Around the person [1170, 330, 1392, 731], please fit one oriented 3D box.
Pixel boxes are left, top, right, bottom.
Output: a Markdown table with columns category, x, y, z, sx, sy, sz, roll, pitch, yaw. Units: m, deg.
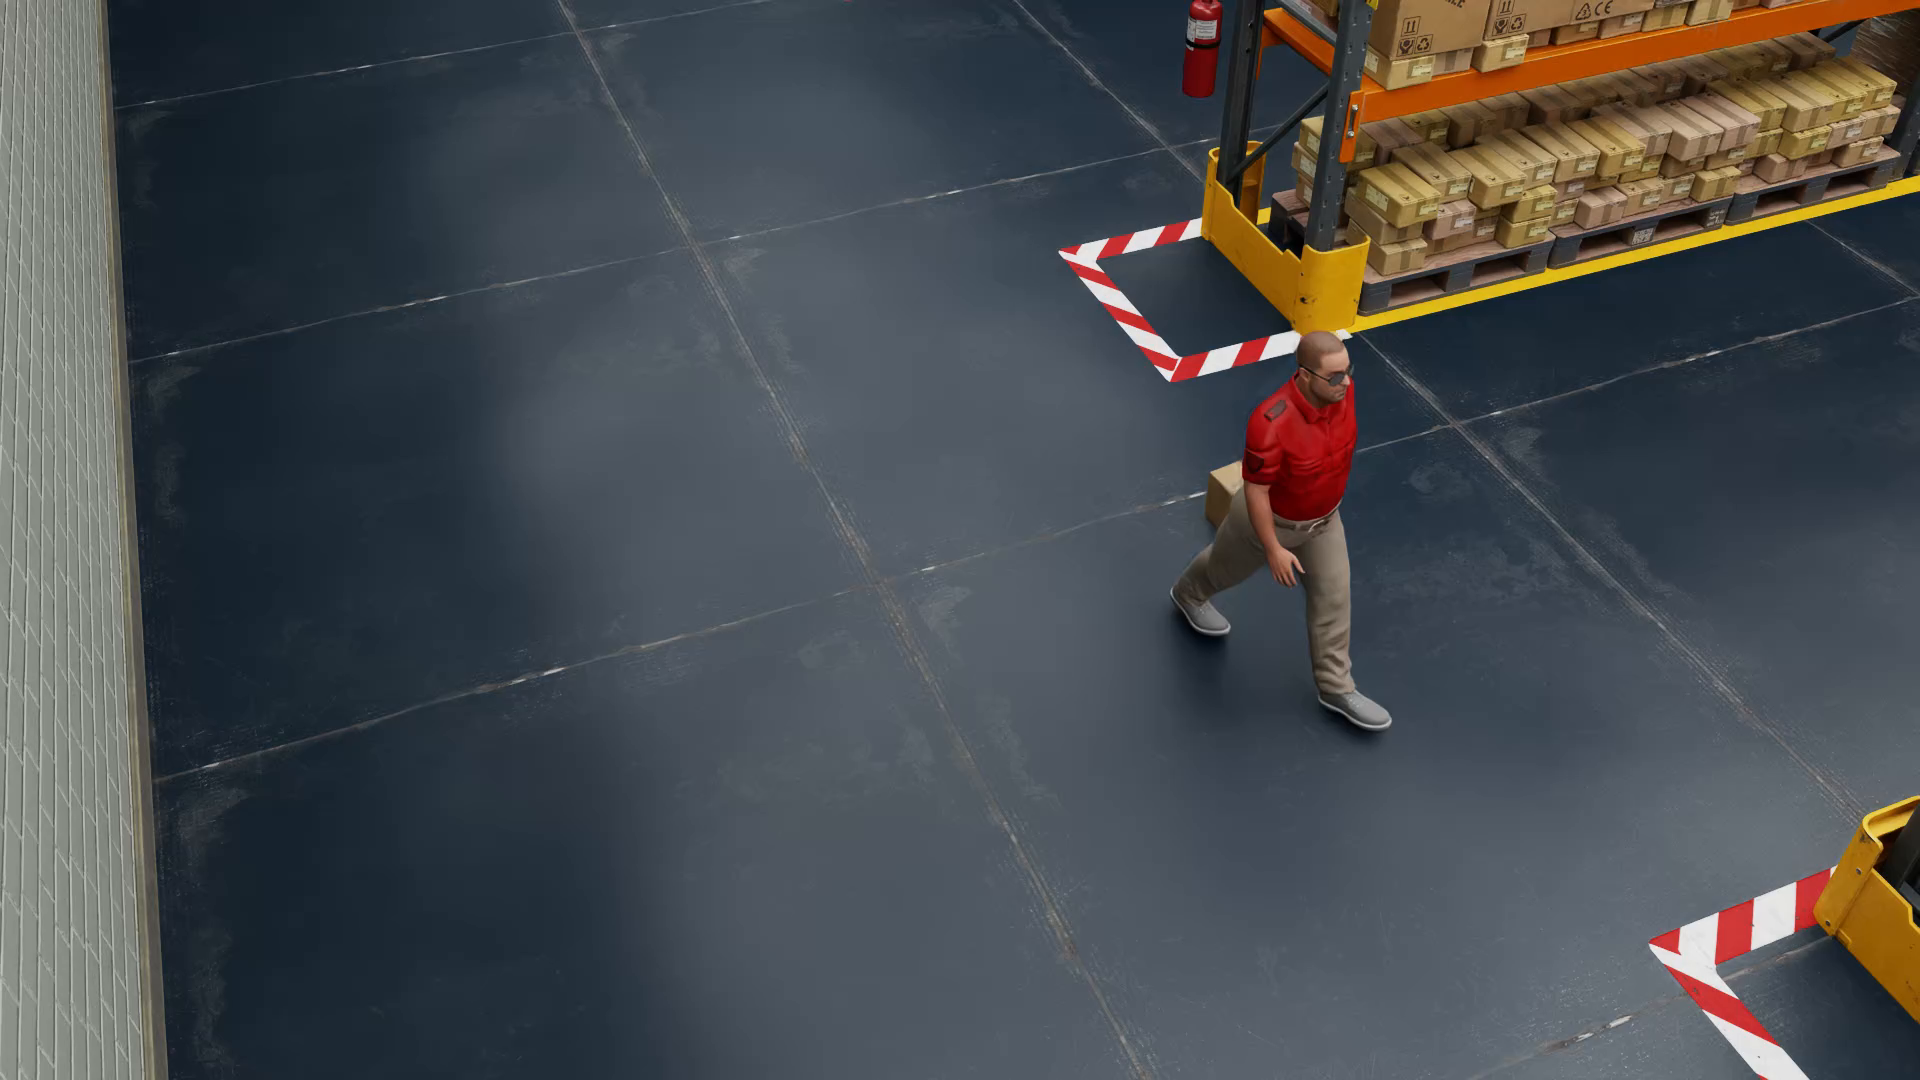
| category | x | y | z | sx | sy | sz | roll | pitch | yaw |
| --- | --- | --- | --- | --- | --- | --- | --- | --- | --- |
| person | 1.256 | -0.084 | 6.272 | 0.534 | 1.659 | 1.088 | -23 | 46 | -23 |
